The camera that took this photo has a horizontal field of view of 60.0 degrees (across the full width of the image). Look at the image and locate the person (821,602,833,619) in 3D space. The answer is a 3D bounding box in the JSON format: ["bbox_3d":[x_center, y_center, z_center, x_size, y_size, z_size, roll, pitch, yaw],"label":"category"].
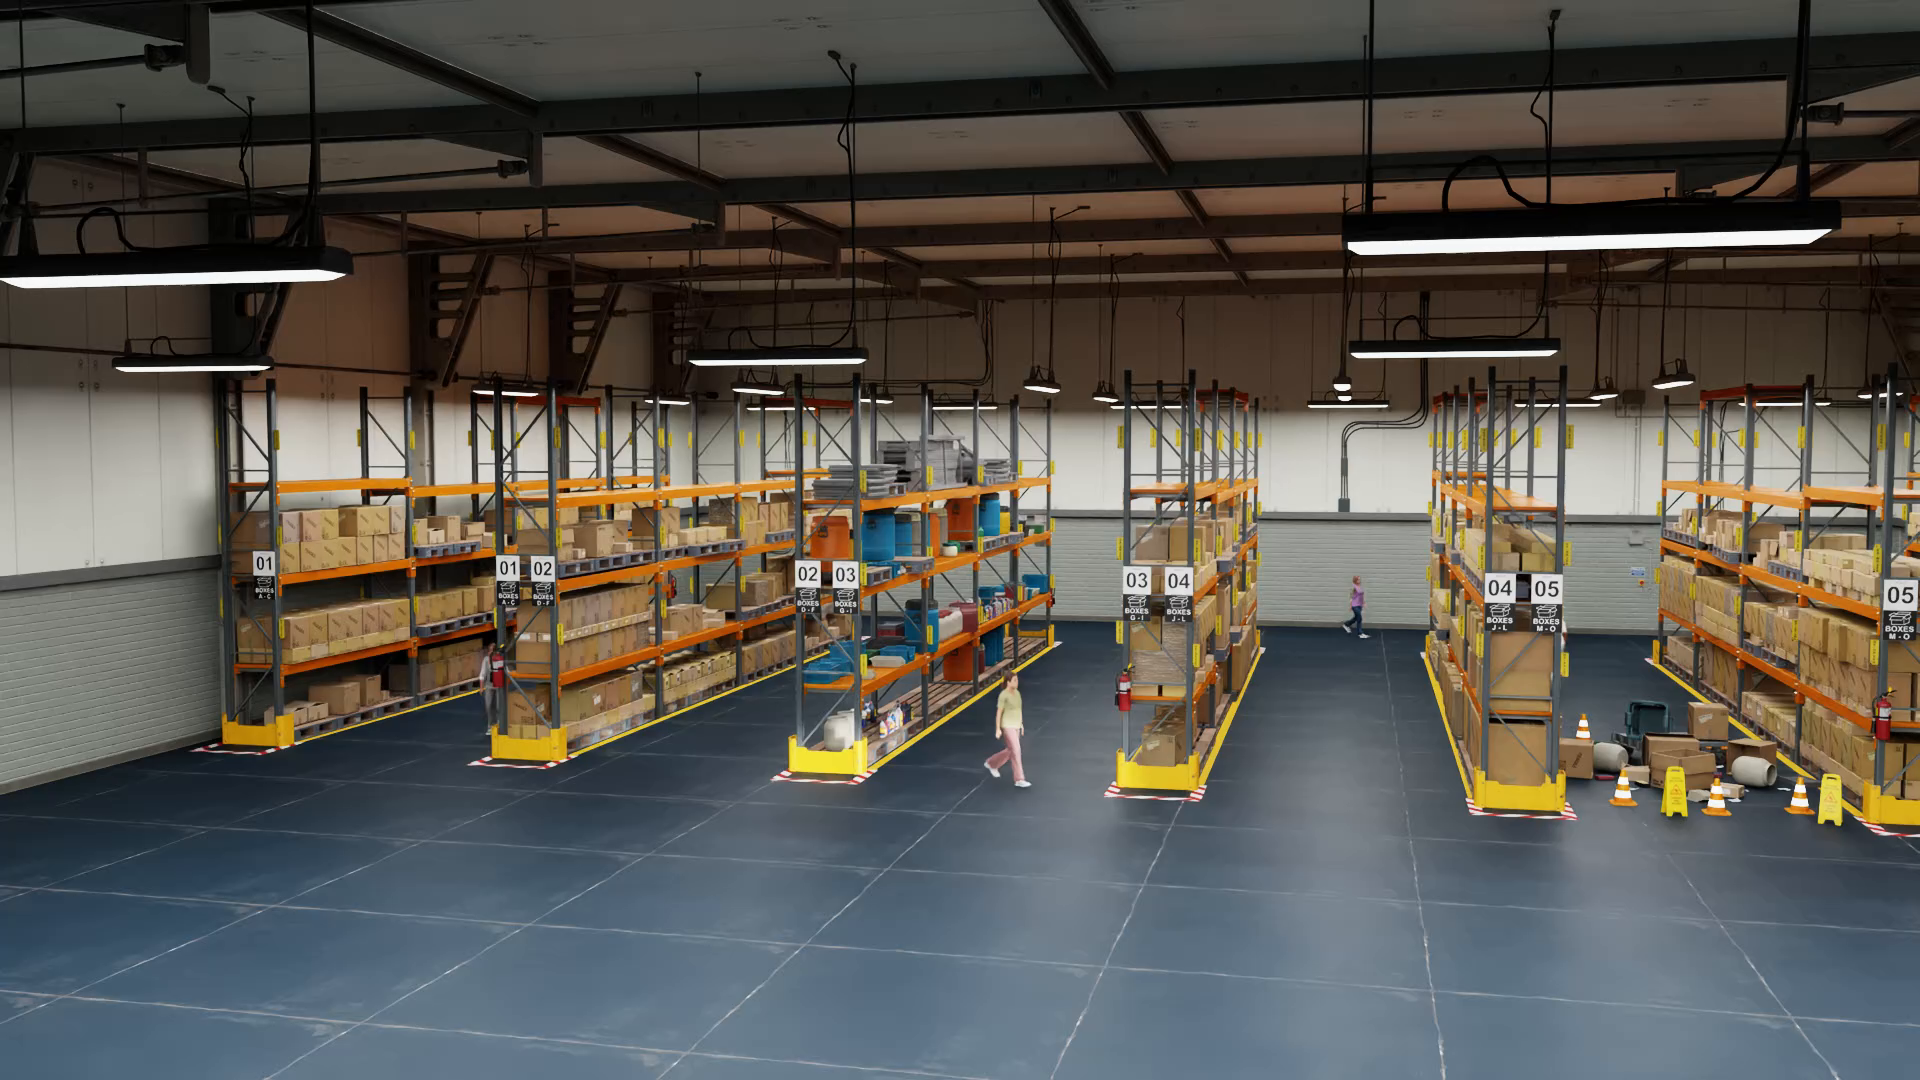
[{"bbox_3d":[-3.548,1.554,43.157,1.071,1.660,0.518,-3,4,-37],"label":"person"}]

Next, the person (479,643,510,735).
[{"bbox_3d":[-7.930,2.524,28.397,0.500,1.580,0.482,0,3,0],"label":"person"}]

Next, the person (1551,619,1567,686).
[{"bbox_3d":[12.031,2.175,33.669,0.541,1.652,0.642,0,3,-3],"label":"person"}]

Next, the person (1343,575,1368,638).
[{"bbox_3d":[10.038,1.675,42.252,0.430,1.580,0.806,-3,5,-44],"label":"person"}]

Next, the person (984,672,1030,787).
[{"bbox_3d":[0.716,2.725,24.203,0.922,1.635,0.484,3,4,37],"label":"person"}]
